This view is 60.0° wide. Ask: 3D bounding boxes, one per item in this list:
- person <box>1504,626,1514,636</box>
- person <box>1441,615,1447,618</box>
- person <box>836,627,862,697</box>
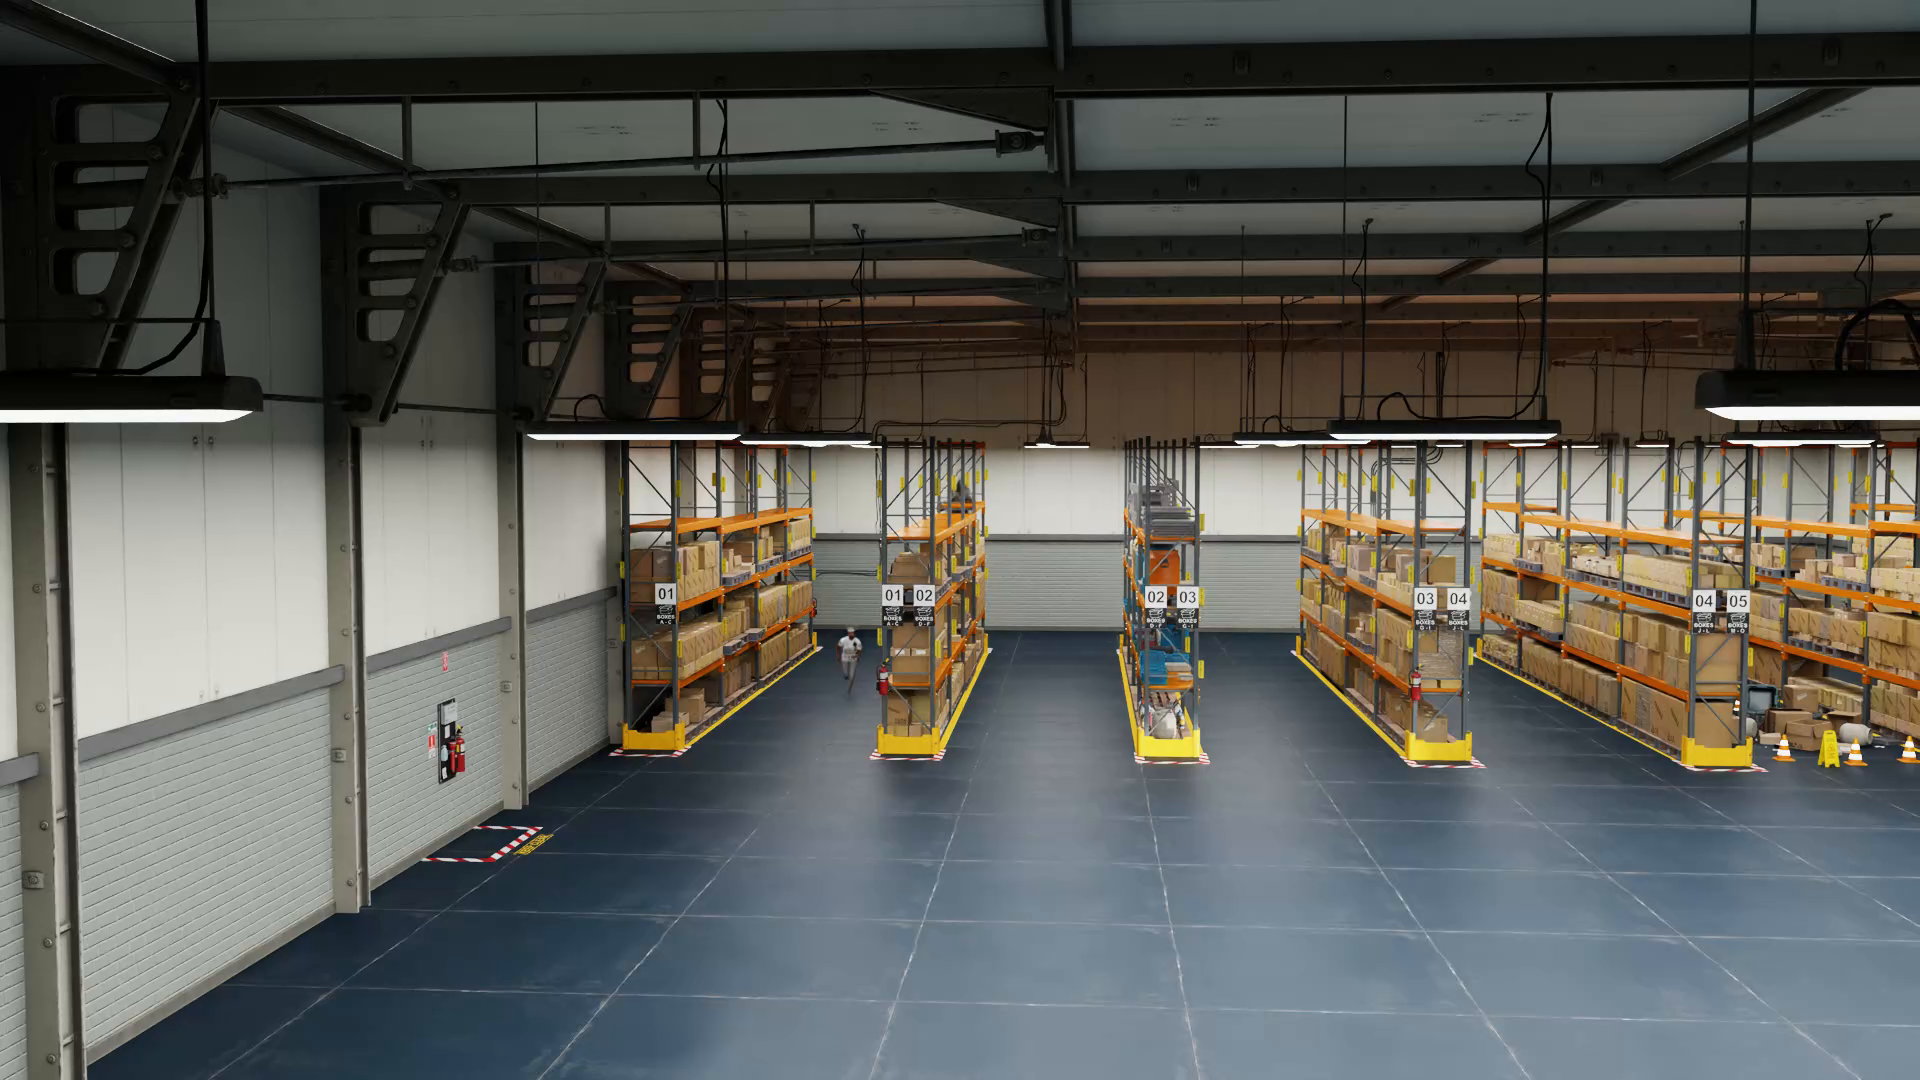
[{"bbox_3d":[15.792,2.410,47.457,0.561,1.594,0.669,2,4,35],"label":"person"},{"bbox_3d":[13.546,2.363,46.555,0.714,1.729,0.903,2,4,33],"label":"person"},{"bbox_3d":[-2.598,2.839,38.877,0.603,1.649,0.643,0,3,-2],"label":"person"}]
